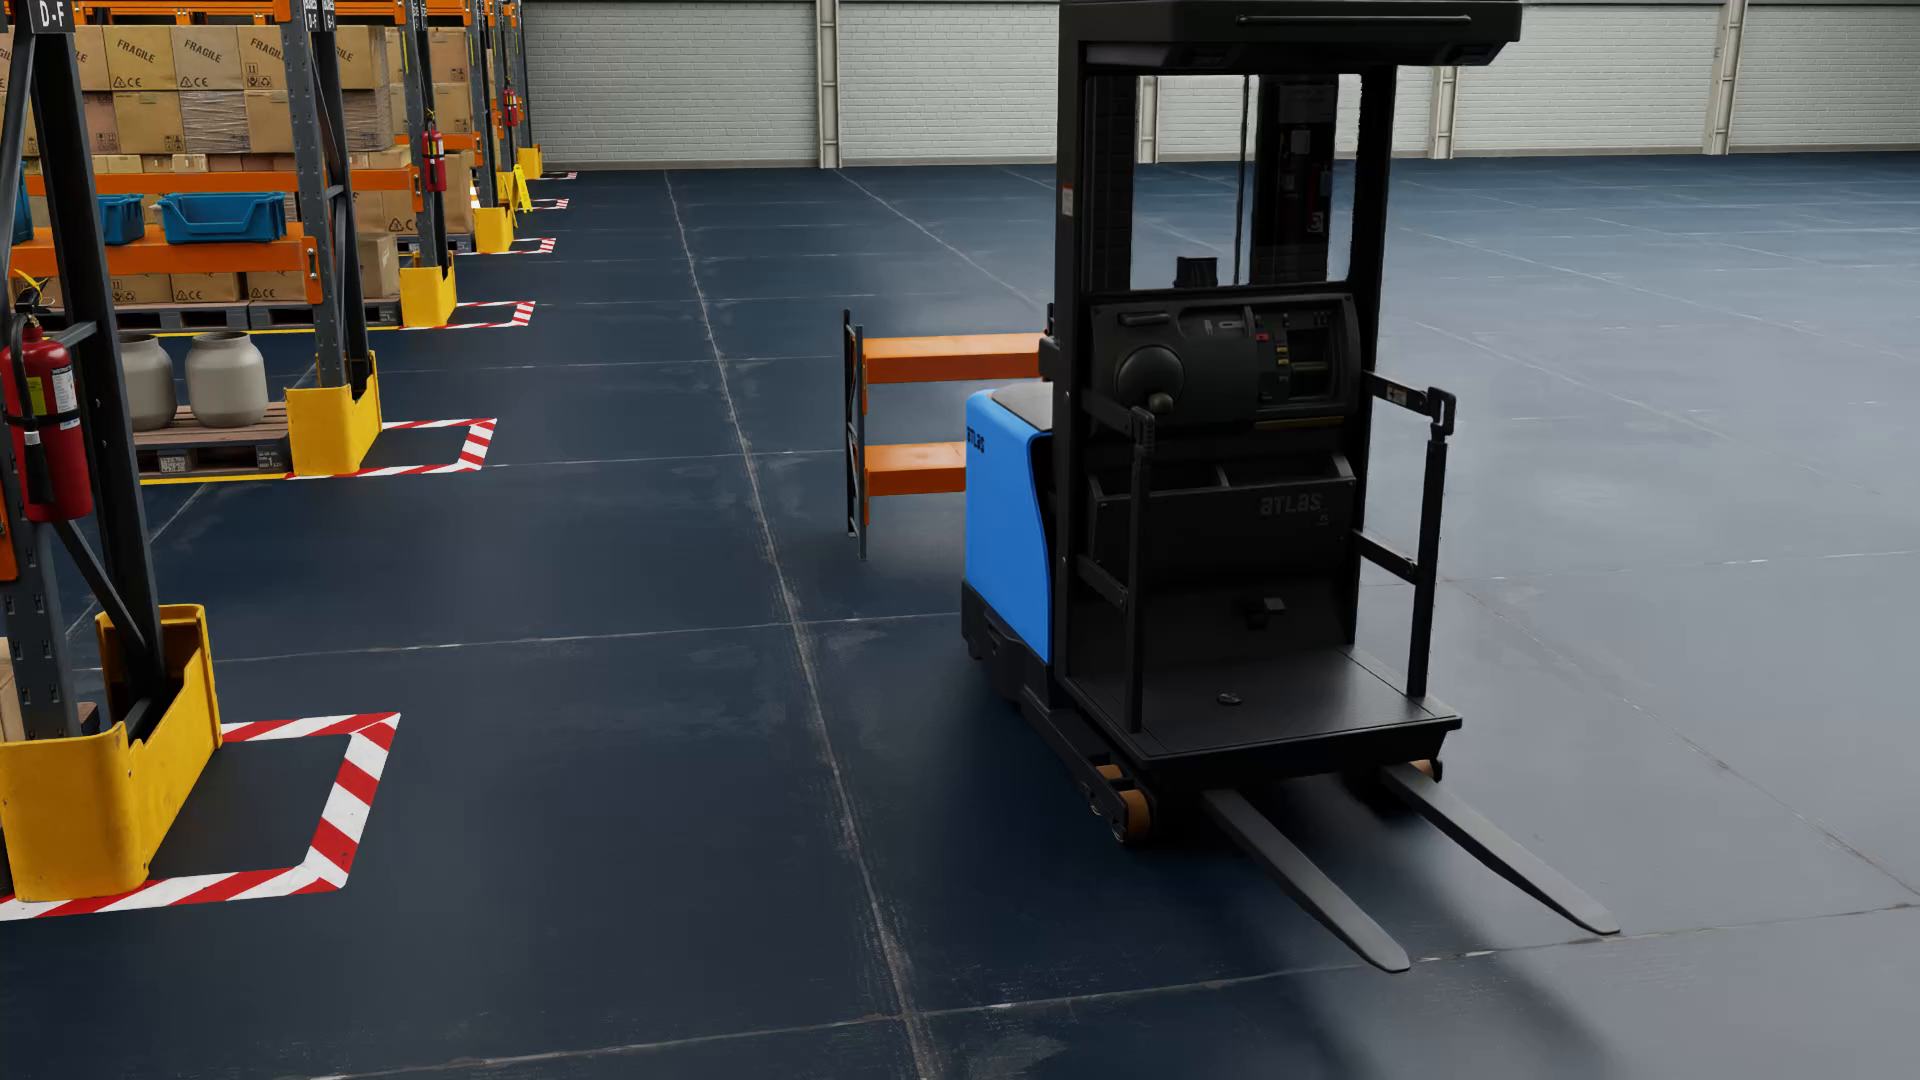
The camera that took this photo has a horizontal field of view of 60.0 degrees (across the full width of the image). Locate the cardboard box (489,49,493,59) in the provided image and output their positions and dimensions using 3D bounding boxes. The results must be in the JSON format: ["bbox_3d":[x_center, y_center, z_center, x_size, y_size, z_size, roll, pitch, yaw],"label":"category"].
[{"bbox_3d":[-7.723,-8.119,27.777,0.250,0.149,0.380,-3,17,-10],"label":"cardboard box"}]

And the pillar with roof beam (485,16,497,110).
[{"bbox_3d":[-7.450,-9.548,23.991,0.400,9.000,9.100,-3,17,-10],"label":"pillar with roof beam"}]

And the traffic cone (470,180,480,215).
[{"bbox_3d":[-6.644,-4.661,22.619,0.334,0.463,0.336,-3,17,-10],"label":"traffic cone"}]

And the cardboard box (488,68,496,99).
[{"bbox_3d":[-7.845,-7.645,27.843,0.500,0.500,0.500,-4,17,-12],"label":"cardboard box"}]

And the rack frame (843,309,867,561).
[{"bbox_3d":[-0.506,-0.509,7.974,0.032,1.125,0.500,-3,17,-10],"label":"rack frame"}]

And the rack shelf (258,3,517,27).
[{"bbox_3d":[-9.375,-8.679,27.495,4.000,0.370,1.077,-3,17,-10],"label":"rack shelf"}]

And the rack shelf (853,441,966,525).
[{"bbox_3d":[-0.007,-0.304,8.138,1.000,0.278,0.538,-3,17,-10],"label":"rack shelf"}]

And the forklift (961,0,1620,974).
[{"bbox_3d":[0.924,-0.590,5.160,1.130,2.935,3.031,-5,18,-16],"label":"forklift"}]

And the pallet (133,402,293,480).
[{"bbox_3d":[-4.511,-0.590,9.794,1.213,0.211,1.003,-3,17,-10],"label":"pallet"}]

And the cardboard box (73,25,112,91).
[{"bbox_3d":[-7.042,-3.865,13.328,0.500,0.500,0.500,-3,17,-10],"label":"cardboard box"}]

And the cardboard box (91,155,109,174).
[{"bbox_3d":[-7.023,-3.072,13.552,0.250,0.149,0.380,-3,17,-10],"label":"cardboard box"}]

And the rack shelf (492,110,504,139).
[{"bbox_3d":[-8.430,-5.814,23.278,4.000,0.370,1.077,-3,17,-10],"label":"rack shelf"}]

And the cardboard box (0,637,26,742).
[{"bbox_3d":[-3.279,0.523,5.389,0.500,0.250,0.500,-3,17,-10],"label":"cardboard box"}]

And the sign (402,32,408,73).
[{"bbox_3d":[-4.501,-3.956,13.493,0.005,0.325,0.100,-3,17,-10],"label":"sign"}]

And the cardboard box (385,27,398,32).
[{"bbox_3d":[-7.906,-6.762,22.758,0.500,0.500,0.700,-3,17,-11],"label":"cardboard box"}]

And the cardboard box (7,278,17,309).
[{"bbox_3d":[-8.113,-2.206,13.849,0.500,0.500,0.500,-4,17,-12],"label":"cardboard box"}]

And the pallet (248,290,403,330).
[{"bbox_3d":[-5.465,-2.040,14.515,1.213,0.211,1.003,-3,17,-10],"label":"pallet"}]

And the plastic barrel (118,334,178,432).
[{"bbox_3d":[-4.771,-0.910,9.607,0.421,0.512,0.421,0,17,0],"label":"plastic barrel"}]

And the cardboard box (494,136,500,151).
[{"bbox_3d":[-7.830,-6.708,28.080,0.500,0.250,0.500,-3,17,-11],"label":"cardboard box"}]

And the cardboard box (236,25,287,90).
[{"bbox_3d":[-5.569,-3.949,13.601,0.500,0.500,0.500,-3,17,-10],"label":"cardboard box"}]

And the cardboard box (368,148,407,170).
[{"bbox_3d":[-4.827,-3.217,14.025,0.250,0.149,0.380,-3,17,-10],"label":"cardboard box"}]

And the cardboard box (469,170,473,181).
[{"bbox_3d":[-7.311,-5.190,23.990,0.500,0.250,0.500,-3,17,-11],"label":"cardboard box"}]

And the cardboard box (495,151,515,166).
[{"bbox_3d":[-7.813,-6.469,28.153,0.500,0.250,0.500,-3,17,-10],"label":"cardboard box"}]

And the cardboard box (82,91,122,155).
[{"bbox_3d":[-7.091,-3.462,13.716,0.500,0.500,0.875,-3,17,-10],"label":"cardboard box"}]

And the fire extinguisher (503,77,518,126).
[{"bbox_3d":[-6.267,-6.106,23.134,0.183,0.674,0.296,-3,17,-10],"label":"fire extinguisher"}]

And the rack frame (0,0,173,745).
[{"bbox_3d":[-2.711,-0.557,4.935,0.127,3.000,1.000,-3,17,-10],"label":"rack frame"}]

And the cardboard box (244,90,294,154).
[{"bbox_3d":[-5.600,-3.517,13.898,0.500,0.500,0.875,-3,17,-10],"label":"cardboard box"}]

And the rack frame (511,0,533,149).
[{"bbox_3d":[-7.412,-7.700,28.193,0.127,3.000,1.000,-3,17,-10],"label":"rack frame"}]

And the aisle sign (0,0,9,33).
[{"bbox_3d":[-2.591,-1.718,4.290,0.004,0.787,0.394,-3,17,-10],"label":"aisle sign"}]

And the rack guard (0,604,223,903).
[{"bbox_3d":[-2.687,0.637,5.307,0.348,0.500,1.175,-3,17,-10],"label":"rack guard"}]

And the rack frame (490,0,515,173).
[{"bbox_3d":[-6.466,-6.269,23.535,0.127,3.000,1.000,-3,17,-10],"label":"rack frame"}]

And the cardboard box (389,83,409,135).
[{"bbox_3d":[-6.320,-4.849,18.655,0.550,0.550,0.875,-3,17,-10],"label":"cardboard box"}]

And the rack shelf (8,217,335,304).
[{"bbox_3d":[-5.610,-1.529,9.328,4.000,0.370,1.077,-3,17,-10],"label":"rack shelf"}]

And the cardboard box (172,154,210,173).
[{"bbox_3d":[-6.280,-3.103,13.654,0.250,0.149,0.380,-3,17,-10],"label":"cardboard box"}]

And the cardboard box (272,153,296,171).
[{"bbox_3d":[-5.557,-3.165,13.856,0.250,0.149,0.380,-3,17,-10],"label":"cardboard box"}]

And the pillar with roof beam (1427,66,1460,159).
[{"bbox_3d":[10.224,-10.550,27.255,0.400,9.000,9.100,-3,17,-10],"label":"pillar with roof beam"}]

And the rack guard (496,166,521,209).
[{"bbox_3d":[-6.541,-5.070,23.888,0.348,0.500,1.175,-3,17,-10],"label":"rack guard"}]

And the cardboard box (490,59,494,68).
[{"bbox_3d":[-7.699,-7.958,27.757,0.250,0.149,0.380,-3,17,-10],"label":"cardboard box"}]

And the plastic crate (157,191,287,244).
[{"bbox_3d":[-4.081,-1.799,9.235,0.616,0.251,0.499,-3,17,-10],"label":"plastic crate"}]

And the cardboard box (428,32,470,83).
[{"bbox_3d":[-5.800,-5.426,18.696,0.550,0.550,0.875,-3,17,-10],"label":"cardboard box"}]

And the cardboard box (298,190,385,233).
[{"bbox_3d":[-6.945,-3.927,18.811,0.875,0.875,0.875,-4,17,-11],"label":"cardboard box"}]

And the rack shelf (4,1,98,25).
[{"bbox_3d":[-11.319,-5.604,17.484,4.000,0.370,1.077,-3,17,-10],"label":"rack shelf"}]

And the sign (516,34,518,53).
[{"bbox_3d":[-7.322,-8.210,27.476,0.005,0.325,0.100,-3,17,-10],"label":"sign"}]

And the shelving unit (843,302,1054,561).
[{"bbox_3d":[-0.007,-0.537,8.066,1.048,1.125,0.538,-3,17,-10],"label":"shelving unit"}]

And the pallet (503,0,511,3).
[{"bbox_3d":[-8.111,-9.060,27.662,1.213,0.211,1.003,-3,17,-10],"label":"pallet"}]

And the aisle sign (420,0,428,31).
[{"bbox_3d":[-4.582,-4.745,14.145,0.004,0.787,0.394,-3,17,-10],"label":"aisle sign"}]

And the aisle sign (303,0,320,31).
[{"bbox_3d":[-3.520,-3.146,8.937,0.004,0.787,0.394,-3,17,-10],"label":"aisle sign"}]

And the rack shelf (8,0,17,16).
[{"bbox_3d":[-4.674,-1.535,4.238,4.000,0.370,1.077,-3,17,-10],"label":"rack shelf"}]

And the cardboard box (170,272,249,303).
[{"bbox_3d":[-6.401,-2.316,14.205,0.500,0.500,0.500,-2,17,-5],"label":"cardboard box"}]
